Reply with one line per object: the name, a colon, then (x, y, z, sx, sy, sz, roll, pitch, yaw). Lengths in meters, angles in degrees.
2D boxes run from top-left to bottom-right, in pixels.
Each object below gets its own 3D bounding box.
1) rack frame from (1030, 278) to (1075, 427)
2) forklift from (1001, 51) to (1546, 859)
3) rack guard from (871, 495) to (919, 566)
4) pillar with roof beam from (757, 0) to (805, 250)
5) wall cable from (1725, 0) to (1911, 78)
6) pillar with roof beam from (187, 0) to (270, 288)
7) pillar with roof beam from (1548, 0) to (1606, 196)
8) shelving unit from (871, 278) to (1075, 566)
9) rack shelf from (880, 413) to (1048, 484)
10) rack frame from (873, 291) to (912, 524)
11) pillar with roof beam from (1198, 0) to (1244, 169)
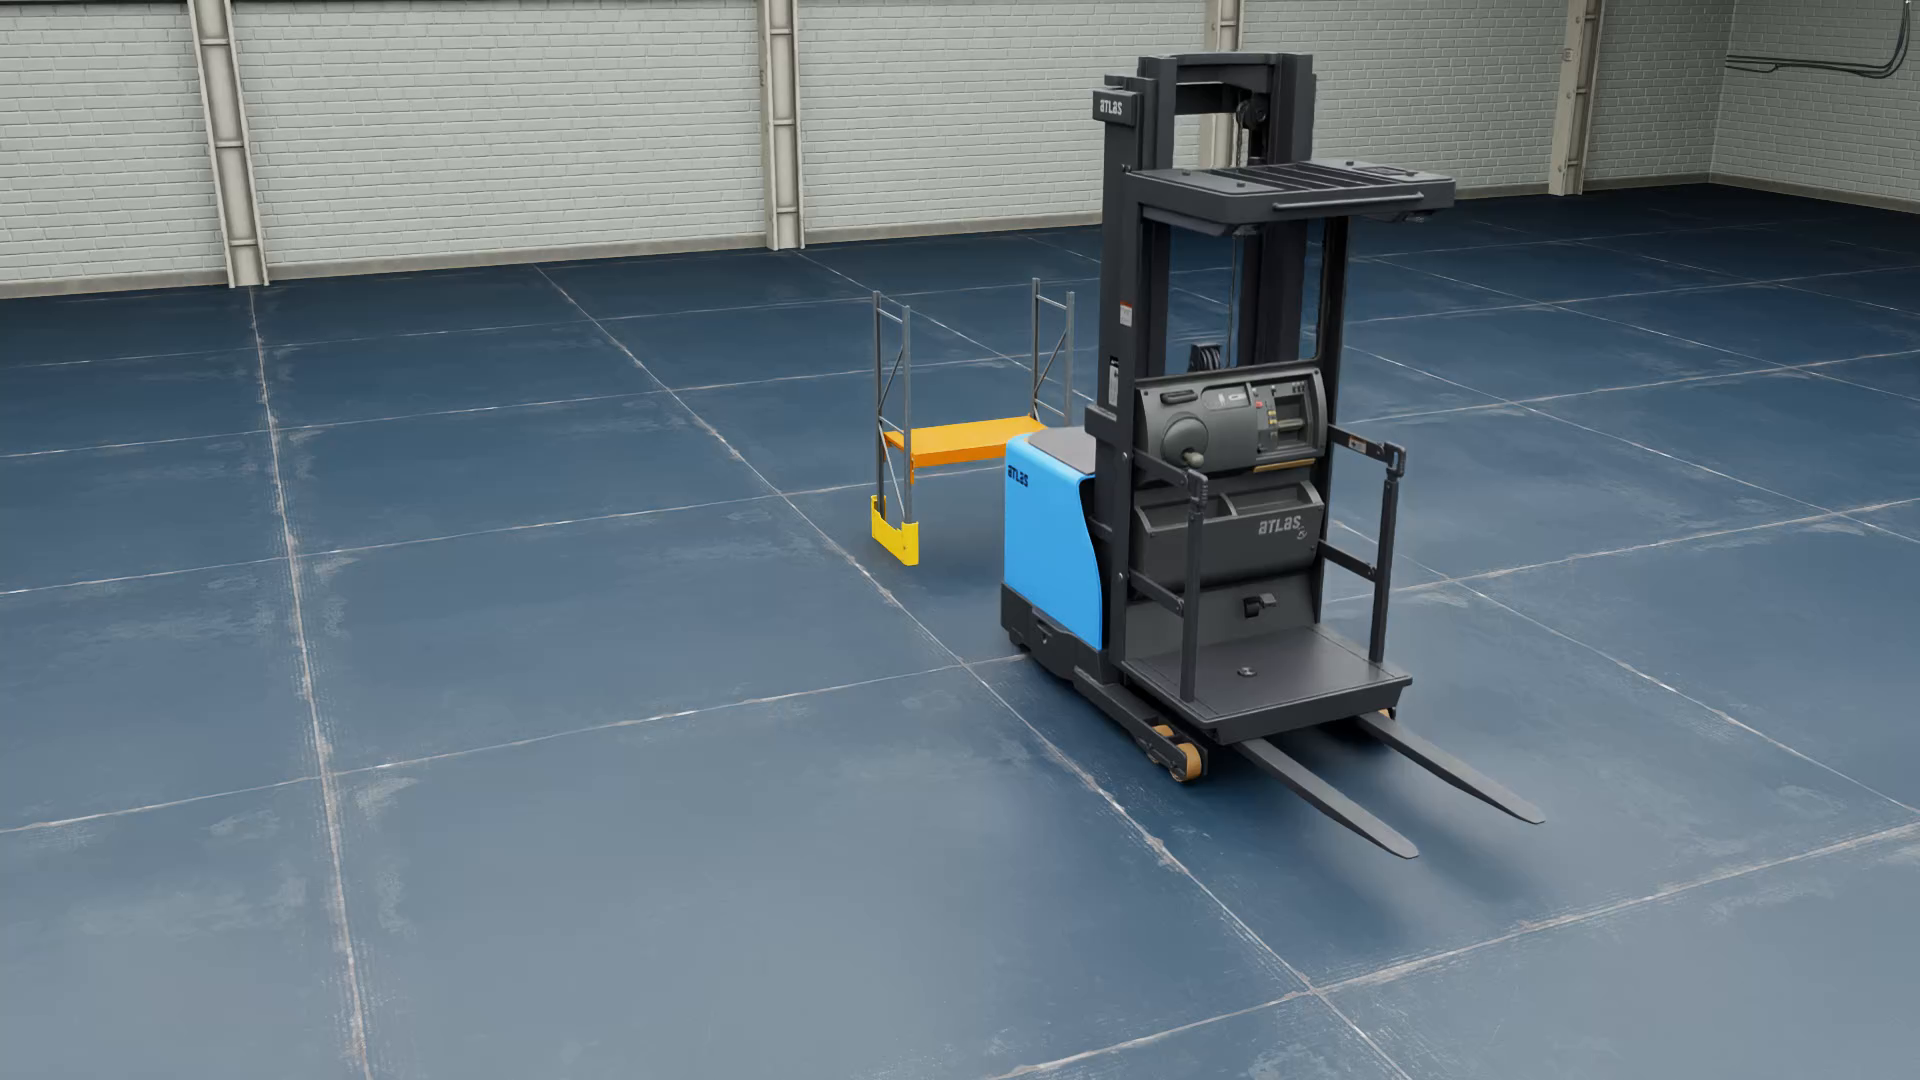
rack frame: (0.545, -0.786, 9.995, 0.032, 1.500, 0.500, -8, 21, -22)
forklift: (1.291, -0.515, 7.071, 1.130, 2.935, 3.031, -9, 21, -24)
rack guard: (-0.387, -0.062, 9.823, 0.087, 0.250, 0.587, -8, 21, -22)
pillar with roof beam: (-0.398, -6.462, 14.824, 0.400, 9.000, 9.100, -8, 21, -22)
wall cable: (12.144, -7.873, 23.507, 0.112, 2.526, 3.097, -8, 21, -22)
pillar with roof beam: (-5.907, -5.672, 12.583, 0.400, 9.000, 9.100, -8, 21, -22)
pillar with roof beam: (10.621, -8.040, 19.308, 0.400, 9.000, 9.100, -8, 21, -22)
shelving unit: (0.070, -0.717, 9.801, 1.083, 1.500, 0.587, -8, 21, -22)
rack shelf: (0.078, -0.549, 9.865, 1.000, 0.185, 0.538, -8, 21, -22)
rack frame: (-0.388, -0.652, 9.615, 0.032, 1.500, 0.500, -8, 21, -22)
pillar with roof beam: (5.111, -7.251, 17.066, 0.400, 9.000, 9.100, -8, 21, -22)
